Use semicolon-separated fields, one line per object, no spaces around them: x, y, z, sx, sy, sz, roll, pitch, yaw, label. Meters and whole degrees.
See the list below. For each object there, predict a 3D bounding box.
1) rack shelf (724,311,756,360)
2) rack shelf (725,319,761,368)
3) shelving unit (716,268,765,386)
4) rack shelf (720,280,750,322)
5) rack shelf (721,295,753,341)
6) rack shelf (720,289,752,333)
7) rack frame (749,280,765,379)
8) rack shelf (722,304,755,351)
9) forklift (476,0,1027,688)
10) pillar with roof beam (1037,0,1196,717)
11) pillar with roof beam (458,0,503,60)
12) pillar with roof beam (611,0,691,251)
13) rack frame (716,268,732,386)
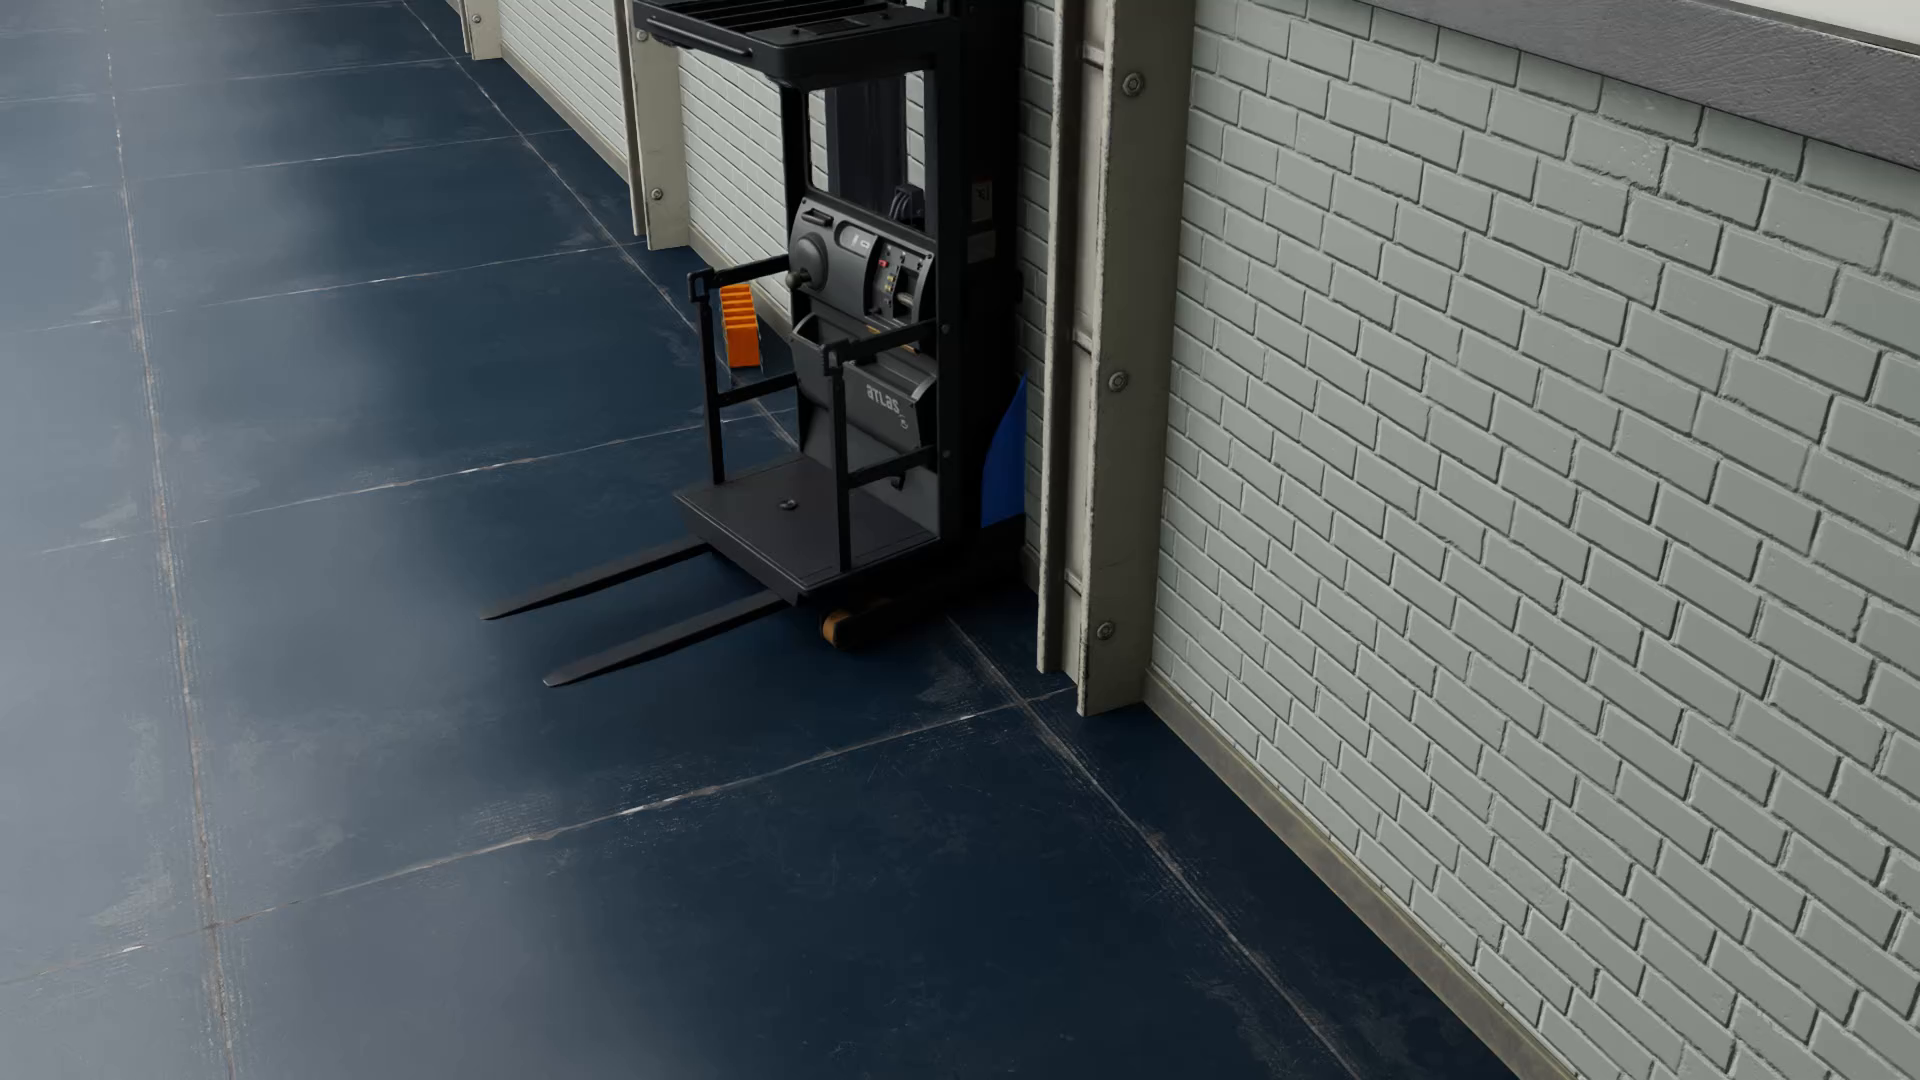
-1.258;-1.177;9.573;0.180;0.258;0.103;-6;31;-9;rack shelf
-1.237;-1.116;9.471;0.180;0.258;0.103;-6;31;-9;rack shelf
-1.294;-1.275;9.738;0.189;0.258;1.200;-6;31;-9;shelving unit
-1.345;-1.418;9.979;0.180;0.258;0.103;-6;31;-9;rack shelf
-1.302;-1.297;9.776;0.180;0.258;0.103;-6;31;-9;rack shelf
-1.323;-1.358;9.877;0.180;0.258;0.103;-6;31;-9;rack shelf
-1.204;-1.284;9.752;0.006;0.240;1.200;-6;31;-9;rack frame
-1.280;-1.237;9.674;0.180;0.258;0.103;-6;31;-9;rack shelf
-0.576;-1.115;6.742;3.031;2.935;1.130;-21;36;-33;forklift
-3.352;-2.446;2.911;9.100;9.000;0.400;-13;32;-22;pillar with roof beam
-8.504;-7.747;12.364;9.100;9.000;0.400;-13;32;-22;pillar with roof beam
-5.928;-5.096;7.638;9.100;9.000;0.400;-13;32;-22;pillar with roof beam
-1.384;-1.266;9.724;0.006;0.240;1.200;-6;31;-9;rack frame
